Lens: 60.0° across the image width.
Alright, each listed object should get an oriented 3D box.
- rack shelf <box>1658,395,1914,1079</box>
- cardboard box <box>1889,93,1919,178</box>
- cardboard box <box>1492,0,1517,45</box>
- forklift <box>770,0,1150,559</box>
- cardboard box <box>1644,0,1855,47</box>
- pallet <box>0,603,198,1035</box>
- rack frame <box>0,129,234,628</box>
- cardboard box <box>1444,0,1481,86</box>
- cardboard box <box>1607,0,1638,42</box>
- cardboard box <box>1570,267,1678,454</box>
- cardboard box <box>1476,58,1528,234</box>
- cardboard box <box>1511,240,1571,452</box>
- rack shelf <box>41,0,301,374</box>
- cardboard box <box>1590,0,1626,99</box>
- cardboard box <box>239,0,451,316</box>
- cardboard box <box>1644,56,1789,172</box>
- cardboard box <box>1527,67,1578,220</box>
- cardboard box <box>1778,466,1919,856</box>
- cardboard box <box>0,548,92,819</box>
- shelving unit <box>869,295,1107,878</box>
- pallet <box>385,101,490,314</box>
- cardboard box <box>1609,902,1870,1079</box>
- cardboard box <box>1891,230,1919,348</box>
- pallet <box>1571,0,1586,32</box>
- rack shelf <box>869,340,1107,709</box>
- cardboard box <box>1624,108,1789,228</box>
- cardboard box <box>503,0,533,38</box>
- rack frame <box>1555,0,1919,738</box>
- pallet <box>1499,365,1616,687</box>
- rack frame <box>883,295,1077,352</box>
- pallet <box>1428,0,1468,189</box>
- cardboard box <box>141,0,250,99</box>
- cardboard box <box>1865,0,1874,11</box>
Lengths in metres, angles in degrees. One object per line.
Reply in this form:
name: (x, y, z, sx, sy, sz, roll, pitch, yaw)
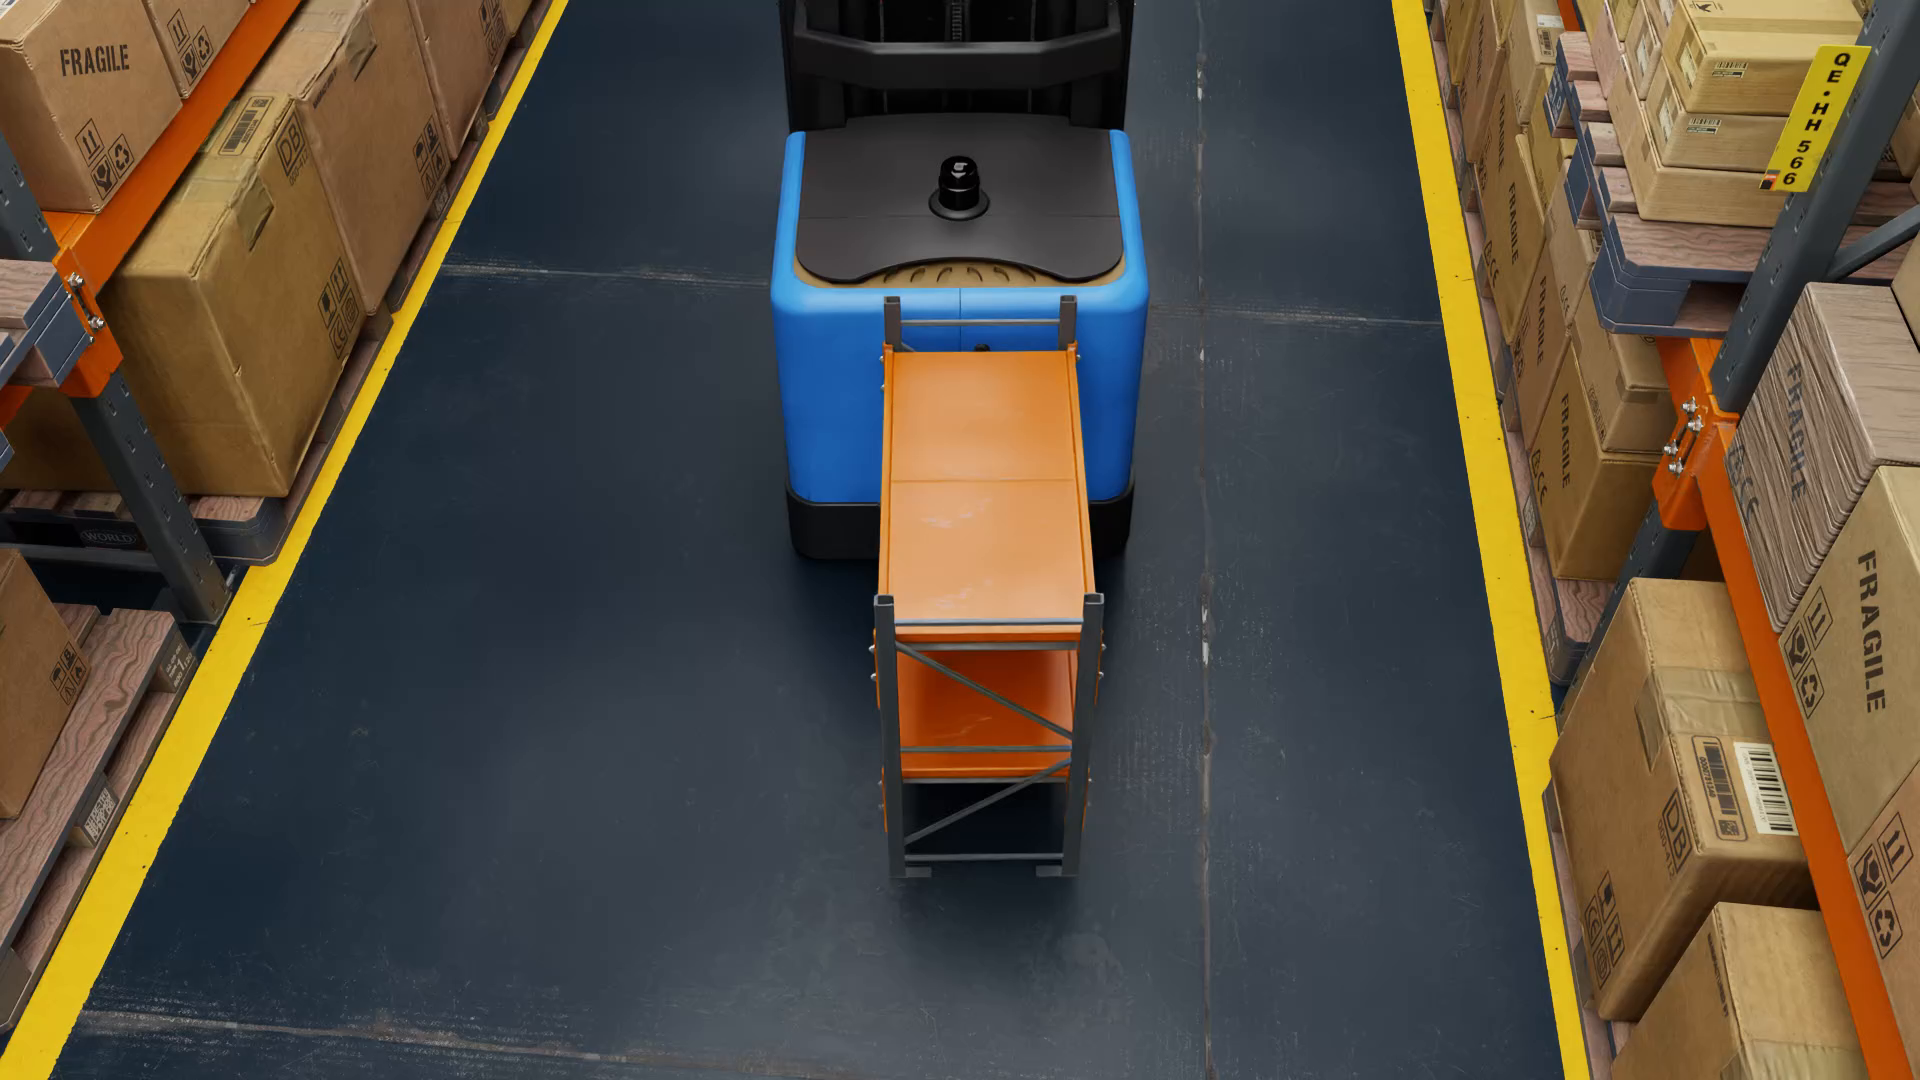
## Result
rack shelf: (2.020, 1.292, 2.523, 1.077, 0.370, 4.000, 4, 48, 4)
cardboard box: (2.469, -0.990, 4.008, 0.380, 0.149, 0.250, 6, 48, 5)
cardboard box: (2.190, -1.995, 5.943, 0.500, 0.250, 0.500, 5, 48, 5)
forklift: (-0.014, -2.001, 5.094, 1.130, 2.935, 3.031, 0, 48, 0)
cardboard box: (1.816, -1.254, 3.847, 0.380, 0.149, 0.250, 3, 48, 3)
pallet: (-2.800, 0.687, 4.479, 1.003, 0.211, 1.213, 4, 48, 4)
rack frame: (-2.728, -0.829, 3.975, 1.000, 3.000, 0.127, 4, 48, 4)
cardboard box: (2.235, -2.133, 6.578, 0.500, 0.500, 0.500, 6, 48, 5)
cardboard box: (1.838, -1.362, 4.147, 0.380, 0.149, 0.250, 5, 48, 4)
cardboard box: (2.004, -0.492, 4.569, 0.500, 0.250, 0.500, 3, 48, 3)
cardboard box: (2.155, -1.358, 5.869, 0.500, 0.500, 0.500, 5, 48, 4)
cardboard box: (2.053, -0.601, 5.177, 0.500, 0.500, 0.500, 6, 48, 5)
rack shelf: (-2.545, -2.055, 5.585, 1.077, 0.370, 4.000, 4, 48, 4)
cardboard box: (1.837, -1.243, 4.239, 0.380, 0.149, 0.250, 5, 48, 4)
cardboard box: (-2.555, -1.413, 5.665, 1.225, 0.875, 0.875, 4, 48, 4)
cardboard box: (1.794, -0.972, 3.790, 0.380, 0.149, 0.250, 5, 48, 4)
cardboard box: (2.101, -1.236, 5.249, 0.500, 0.250, 0.500, 5, 48, 4)
cardboard box: (1.849, 0.231, 2.938, 0.500, 0.500, 0.500, 3, 48, 3)
cardboard box: (-2.769, 0.360, 4.284, 0.700, 0.500, 0.500, 2, 48, 1)
shelving unit: (0.058, 0.133, 4.366, 0.538, 1.125, 1.048, 0, 48, 0)
pallet: (-2.467, -1.356, 6.347, 1.003, 0.211, 1.213, 4, 48, 4)
cardboard box: (1.981, 1.281, 3.286, 1.050, 0.750, 0.750, 5, 48, 4)
cardboard box: (2.152, -0.463, 2.895, 0.700, 0.500, 0.500, 4, 48, 3)
pallet: (2.342, -1.813, 5.006, 1.003, 0.211, 1.213, 4, 48, 4)
rack shelf: (0.058, -0.065, 4.150, 0.538, 0.278, 1.000, 0, 48, 0)
cardboard box: (1.790, -0.871, 3.900, 0.380, 0.149, 0.250, 5, 48, 4)
cardboard box: (-2.402, -2.721, 6.861, 1.225, 0.875, 0.875, 4, 48, 4)
rack frame: (2.202, -0.421, 3.602, 1.000, 3.000, 0.127, 4, 48, 4)
pallet: (2.275, -0.054, 5.156, 1.003, 0.211, 1.213, 4, 48, 4)
rack frame: (0.053, -0.242, 4.709, 0.500, 1.125, 0.032, 0, 48, 0)
pallet: (2.497, -1.847, 6.796, 1.003, 0.211, 1.213, 4, 48, 4)
cardboard box: (-2.368, -1.580, 4.595, 0.500, 0.500, 0.500, 3, 48, 2)
cardboard box: (2.490, -1.316, 4.105, 0.380, 0.149, 0.250, 3, 48, 2)
